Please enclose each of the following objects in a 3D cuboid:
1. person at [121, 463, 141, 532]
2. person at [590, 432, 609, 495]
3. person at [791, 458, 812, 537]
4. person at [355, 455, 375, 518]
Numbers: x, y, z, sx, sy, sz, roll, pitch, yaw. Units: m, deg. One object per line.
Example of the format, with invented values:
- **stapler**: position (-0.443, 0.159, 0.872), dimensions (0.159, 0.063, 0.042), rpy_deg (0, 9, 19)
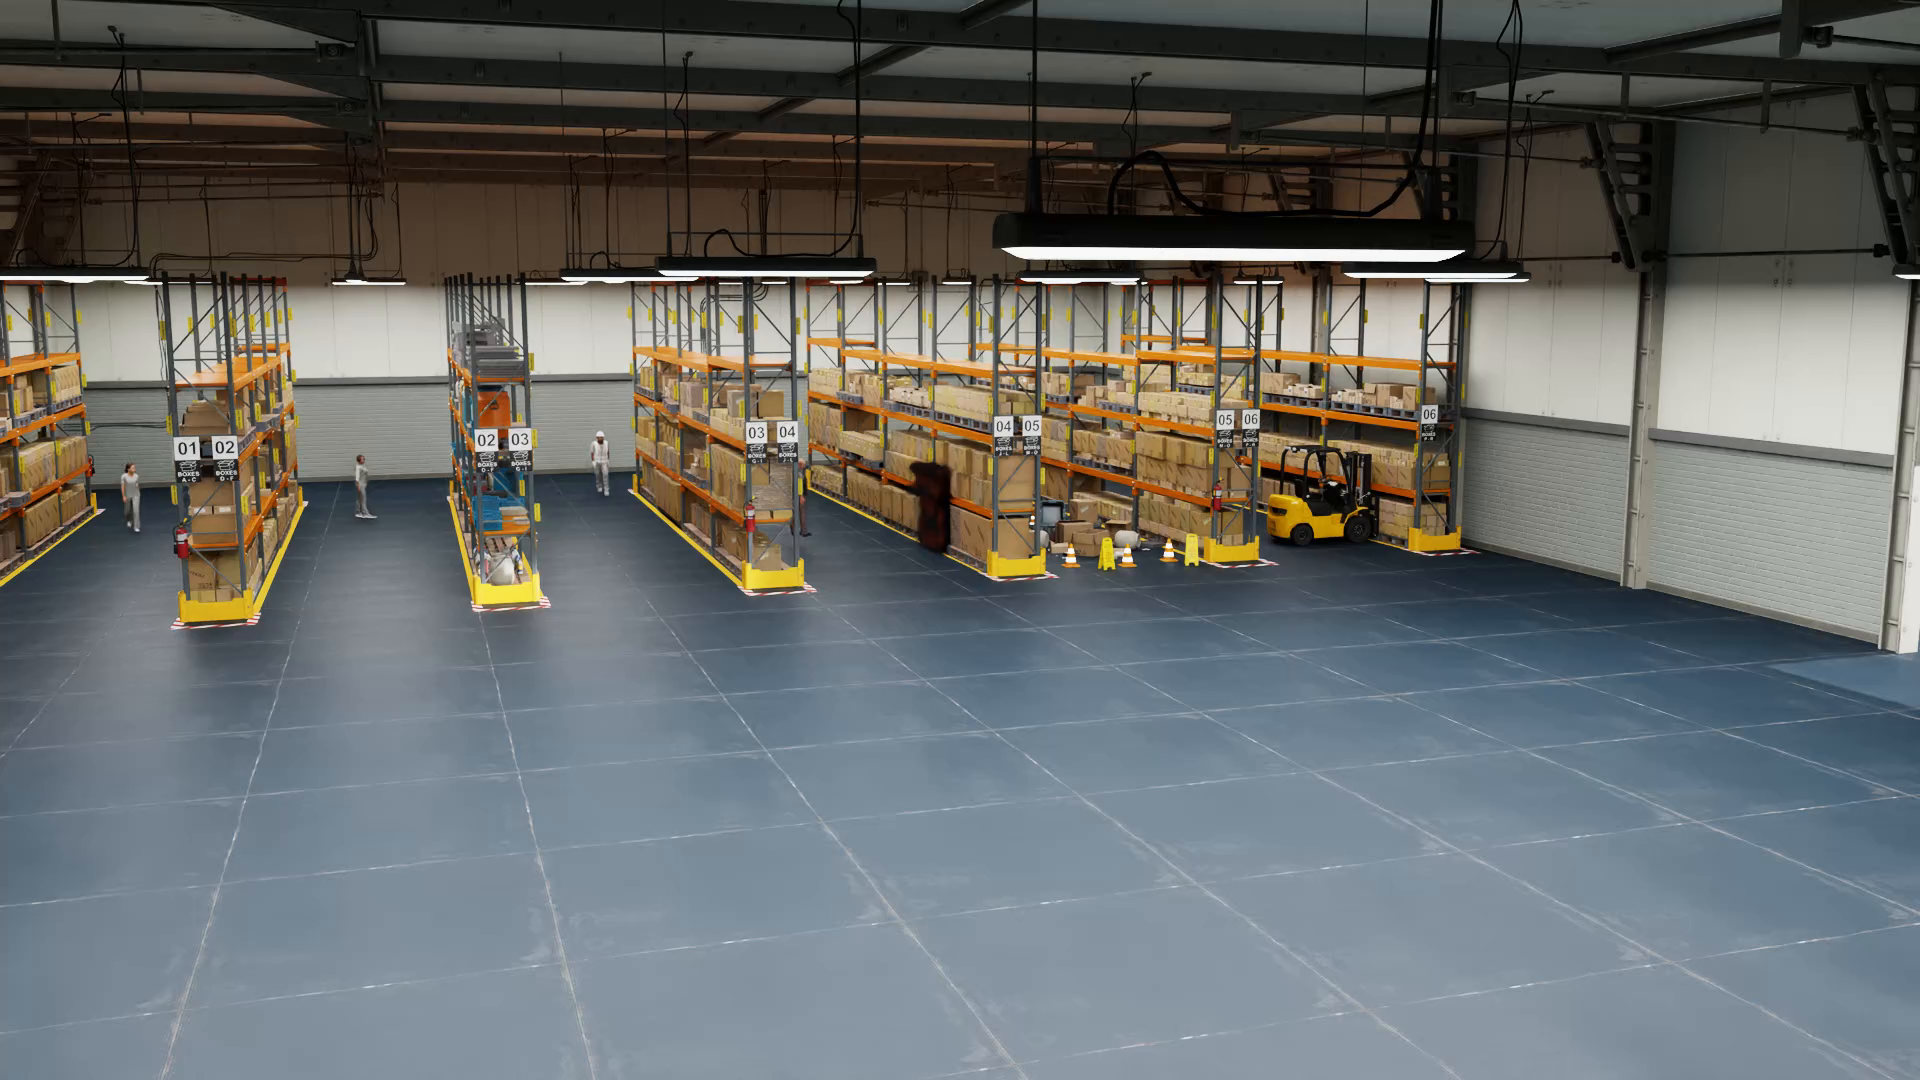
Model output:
- **person**: position (-19.636, -1.030, 39.415), dimensions (0.406, 1.629, 0.840), rpy_deg (-3, 9, -21)
- **person**: position (-10.048, -2.162, 46.386), dimensions (0.512, 1.725, 0.975), rpy_deg (-2, 9, -12)
- **person**: position (-3.503, -0.940, 36.627), dimensions (0.431, 1.720, 0.579), rpy_deg (-5, 10, -29)
- **person**: position (-14.963, -1.298, 41.742), dimensions (0.516, 1.496, 0.428), rpy_deg (-1, 9, -7)
